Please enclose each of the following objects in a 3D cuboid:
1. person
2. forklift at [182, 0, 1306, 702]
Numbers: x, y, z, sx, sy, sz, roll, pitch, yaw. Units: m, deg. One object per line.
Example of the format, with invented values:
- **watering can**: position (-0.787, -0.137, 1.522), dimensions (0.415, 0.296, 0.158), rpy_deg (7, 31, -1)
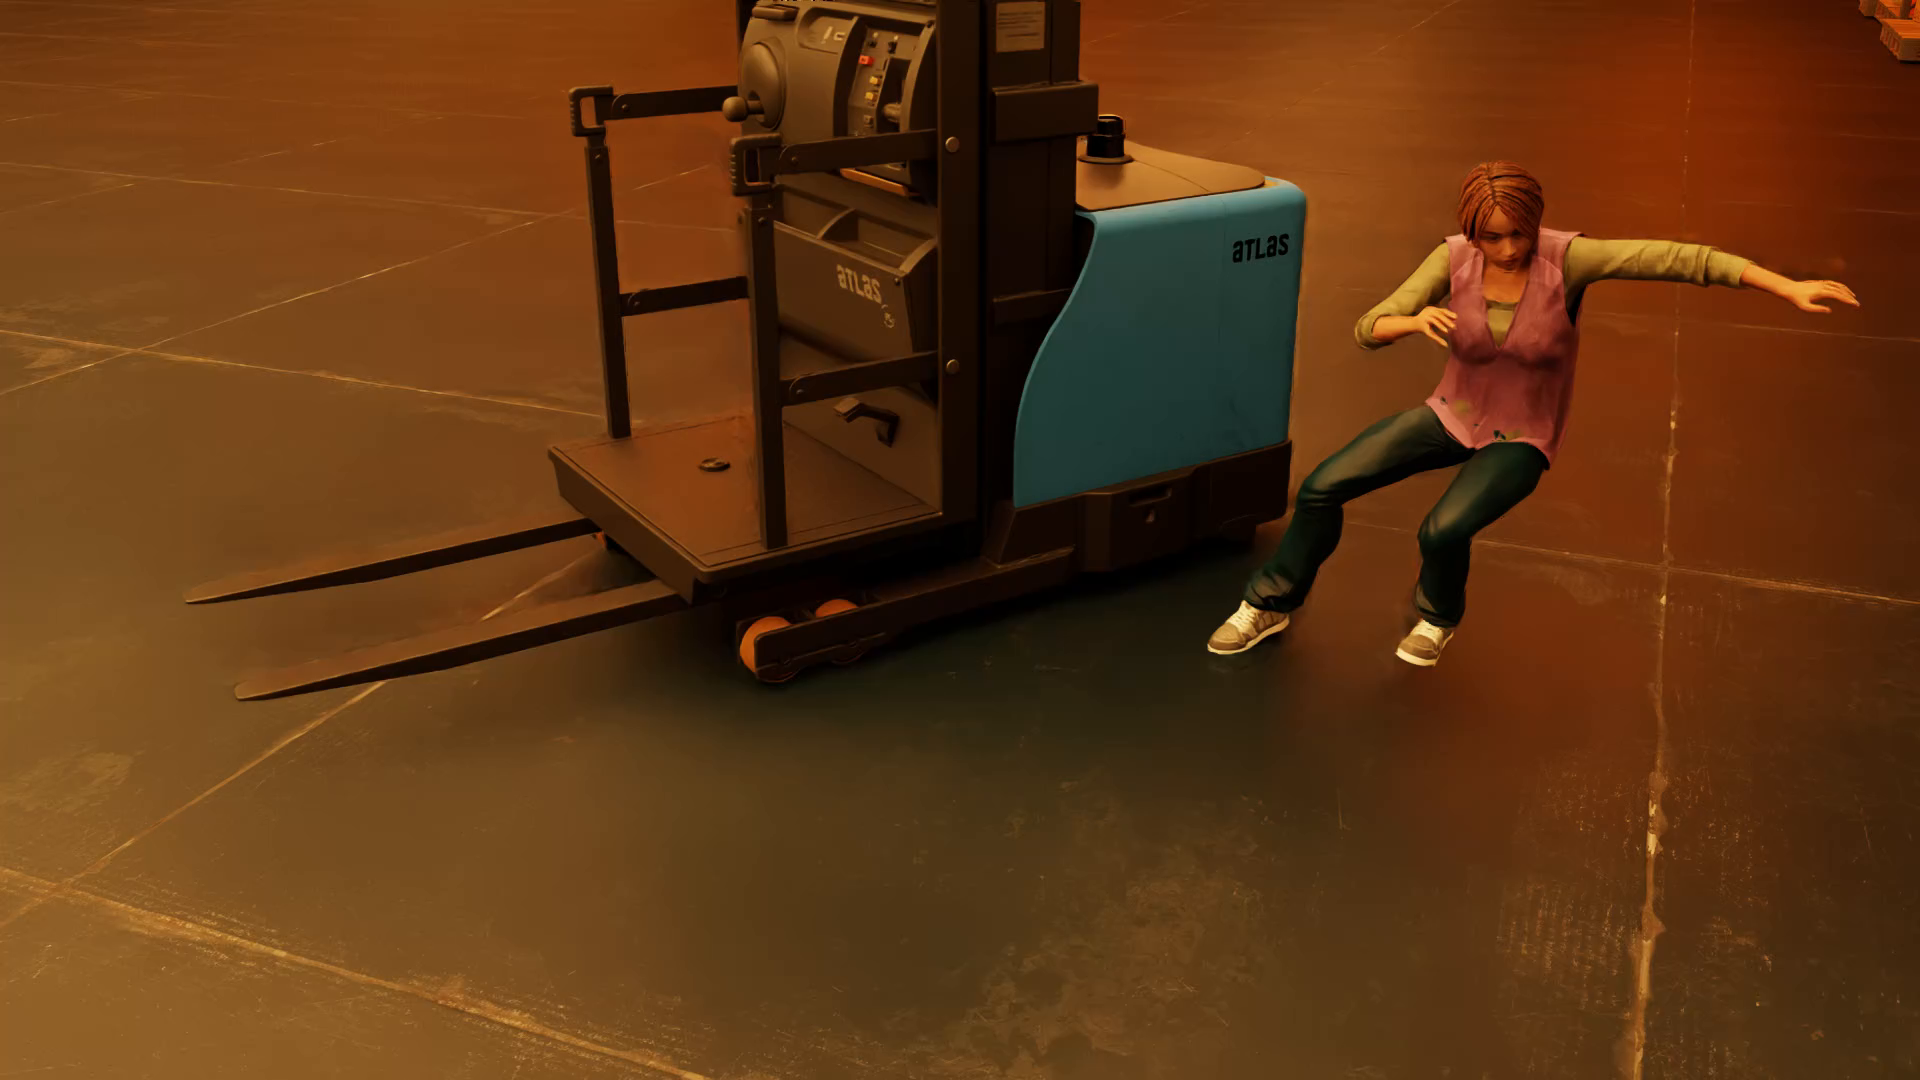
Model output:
- **person**: position (1.298, -0.215, 3.944), dimensions (1.340, 1.310, 0.715), rpy_deg (14, 27, 30)
- **forklift**: position (-0.509, -1.220, 4.212), dimensions (3.031, 2.935, 1.130), rpy_deg (-14, 27, -30)
